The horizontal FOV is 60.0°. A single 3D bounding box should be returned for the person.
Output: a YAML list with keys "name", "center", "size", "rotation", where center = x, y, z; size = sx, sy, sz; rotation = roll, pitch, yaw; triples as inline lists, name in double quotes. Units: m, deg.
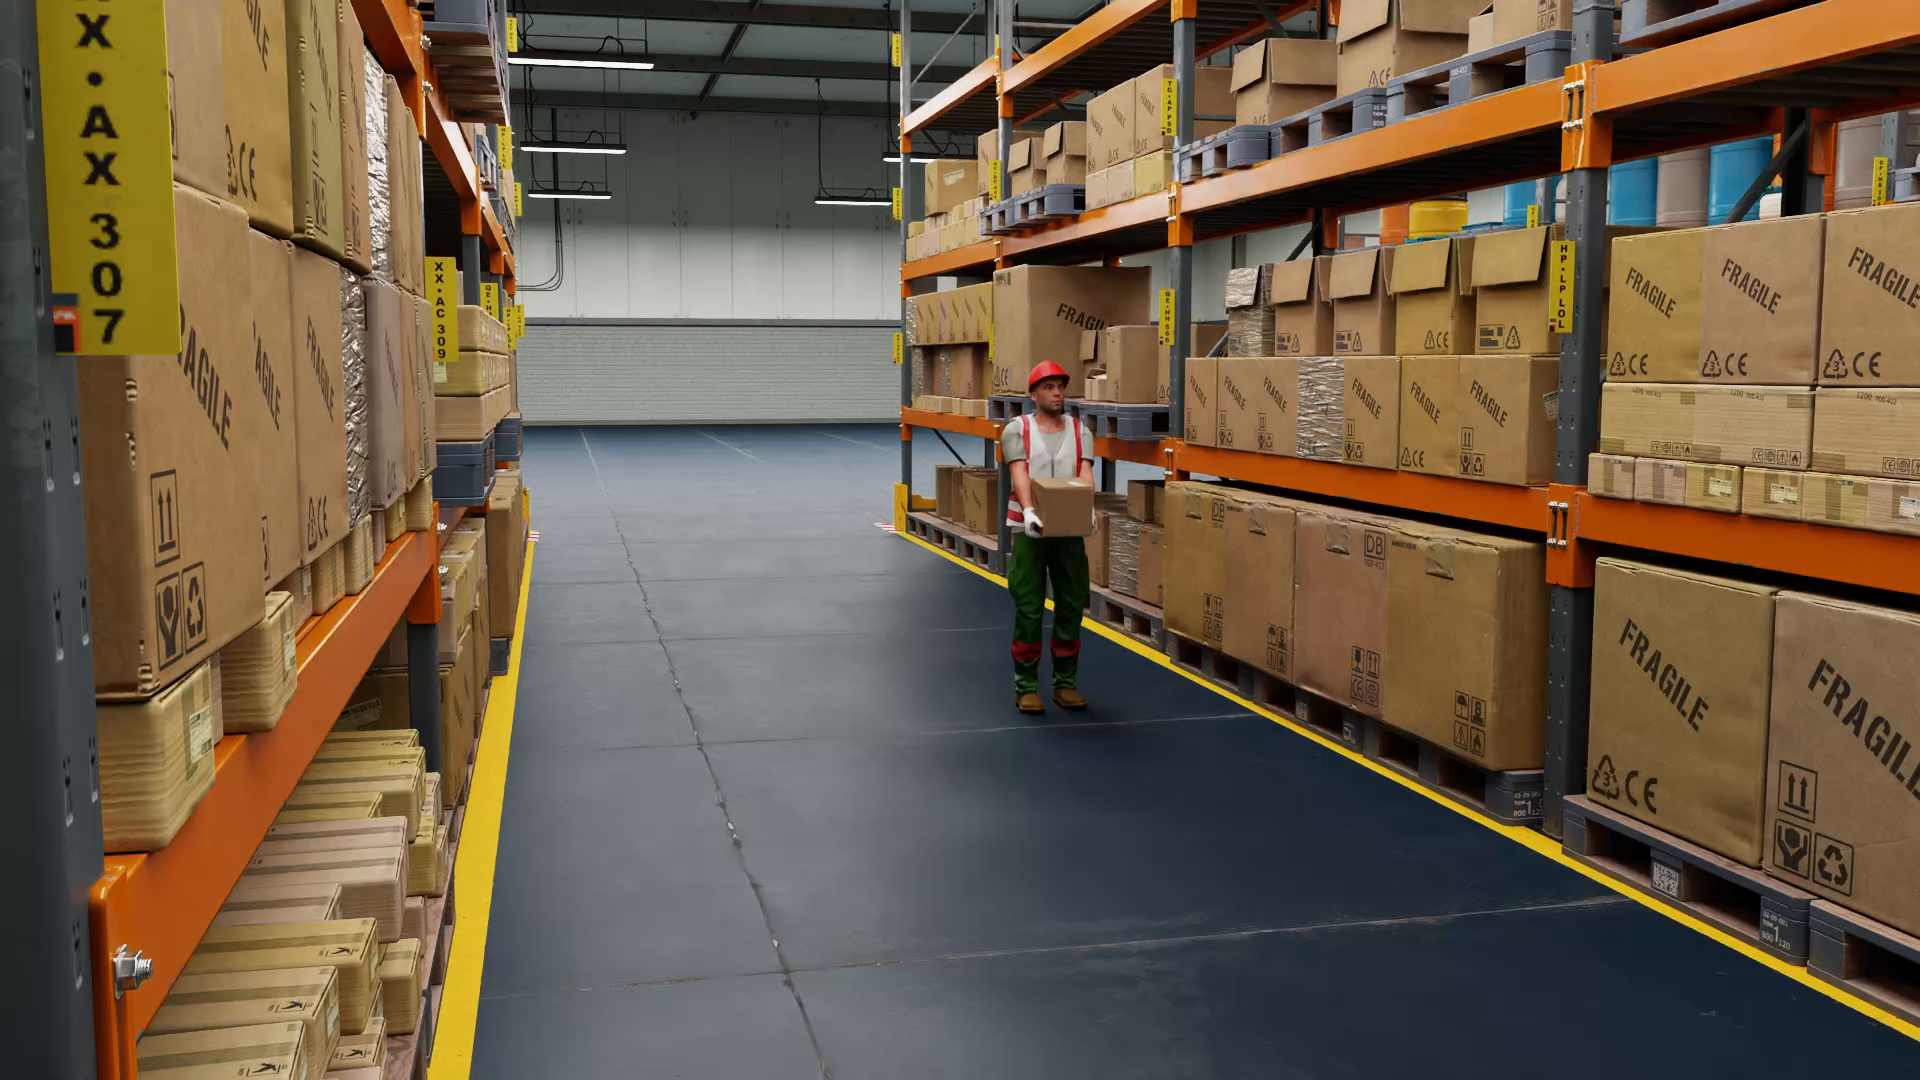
- name: "person"
  center: [0.480, -0.016, 8.464]
  size: [0.494, 1.782, 0.570]
  rotation: [-1, 6, -13]
